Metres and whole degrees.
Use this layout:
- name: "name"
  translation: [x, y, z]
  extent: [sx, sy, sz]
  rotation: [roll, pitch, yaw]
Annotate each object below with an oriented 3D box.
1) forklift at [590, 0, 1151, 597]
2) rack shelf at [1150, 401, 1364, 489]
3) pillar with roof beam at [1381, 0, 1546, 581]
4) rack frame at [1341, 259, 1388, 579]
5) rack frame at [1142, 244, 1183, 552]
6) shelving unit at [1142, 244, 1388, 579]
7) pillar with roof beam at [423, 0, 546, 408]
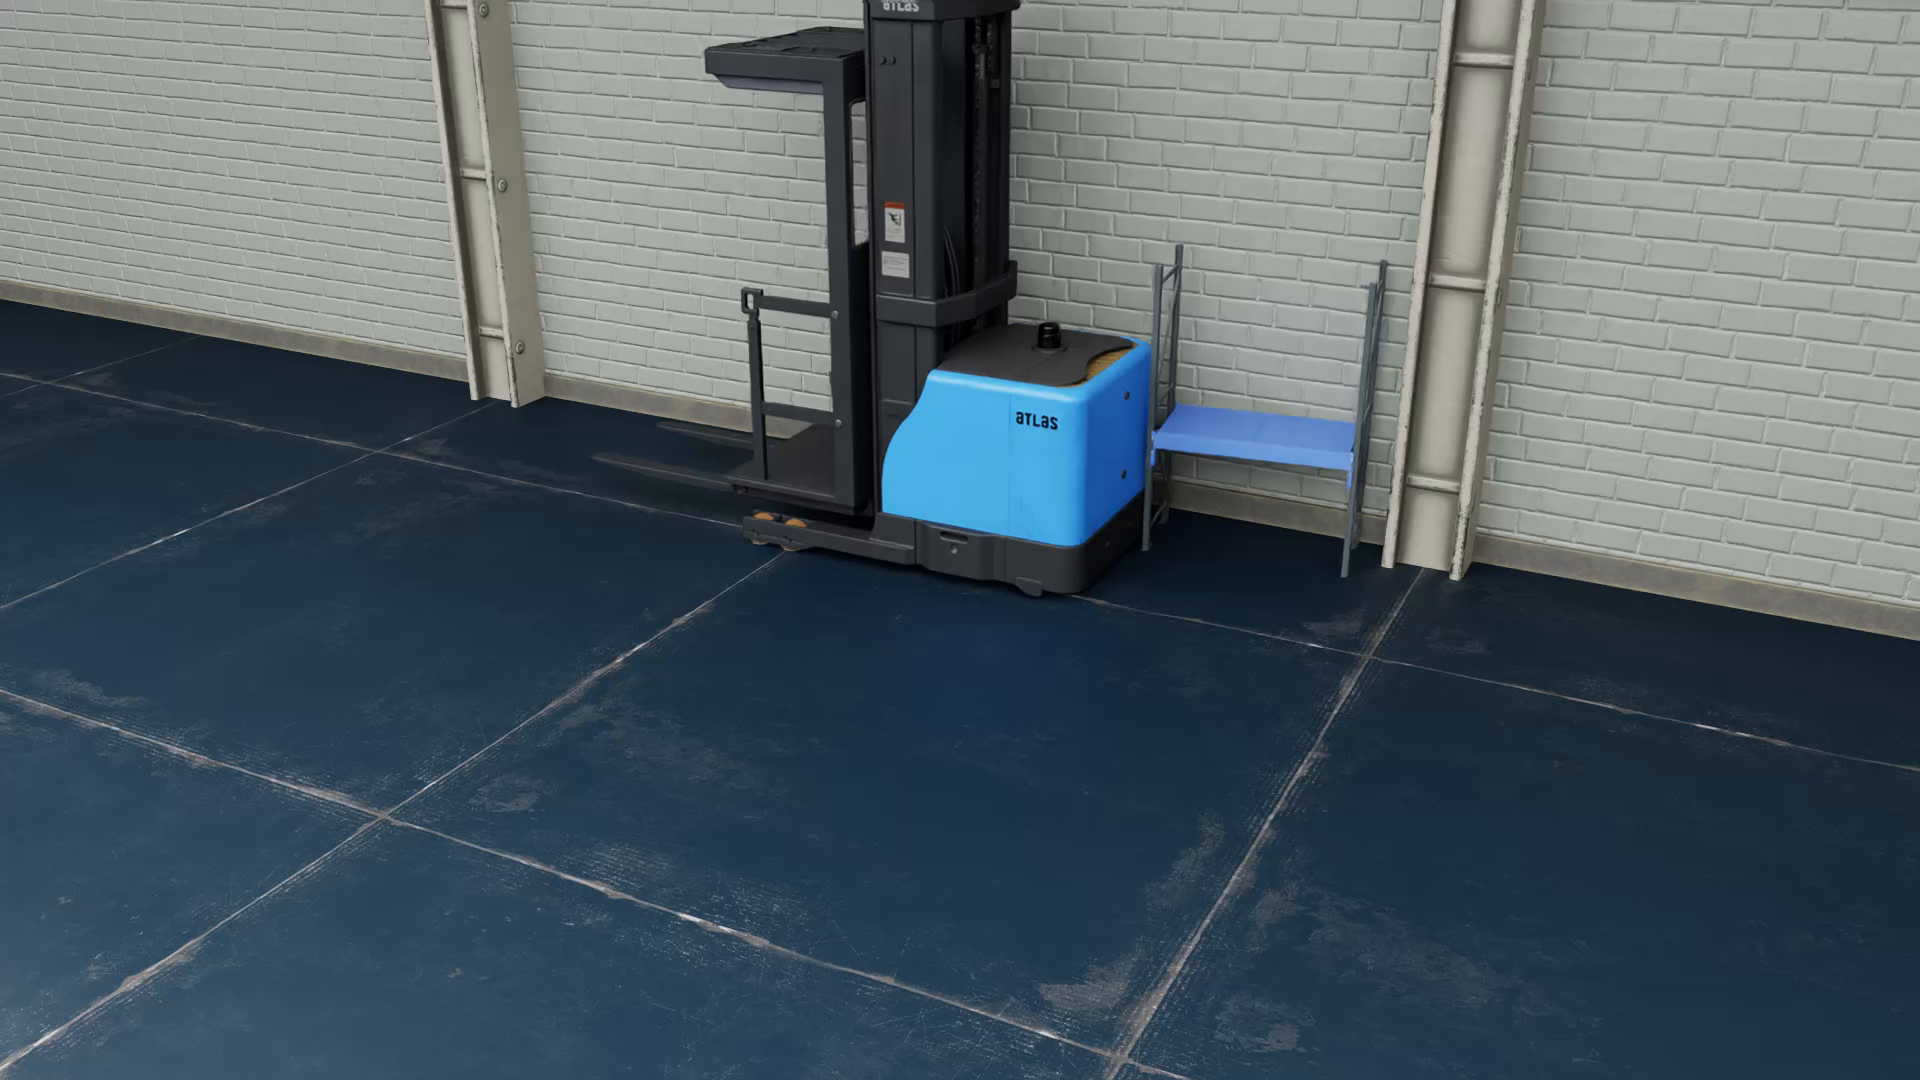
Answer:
- name: "forklift"
  translation: [-0.563, -1.459, 8.435]
  extent: [3.031, 2.935, 1.130]
  rotation: [11, 25, 24]
- name: "rack shelf"
  translation: [1.518, -0.492, 8.449]
  extent: [1.000, 0.185, 0.538]
  rotation: [8, 24, 18]
- name: "pillar with roof beam"
  translation: [0.440, -2.523, 3.185]
  extent: [0.400, 9.000, 9.100]
  rotation: [11, 25, 25]
- name: "rack frame"
  translation: [1.998, -0.591, 8.224]
  extent: [0.032, 1.500, 0.500]
  rotation: [8, 24, 18]
- name: "rack frame"
  translation: [1.039, -0.723, 8.533]
  extent: [0.032, 1.500, 0.500]
  rotation: [8, 24, 18]
- name: "shelving unit"
  translation: [1.518, -0.657, 8.379]
  extent: [1.048, 1.500, 0.538]
  rotation: [8, 24, 18]
- name: "pillar with roof beam"
  translation: [-4.914, -3.583, 5.676]
  extent: [0.400, 9.000, 9.100]
  rotation: [11, 25, 25]
